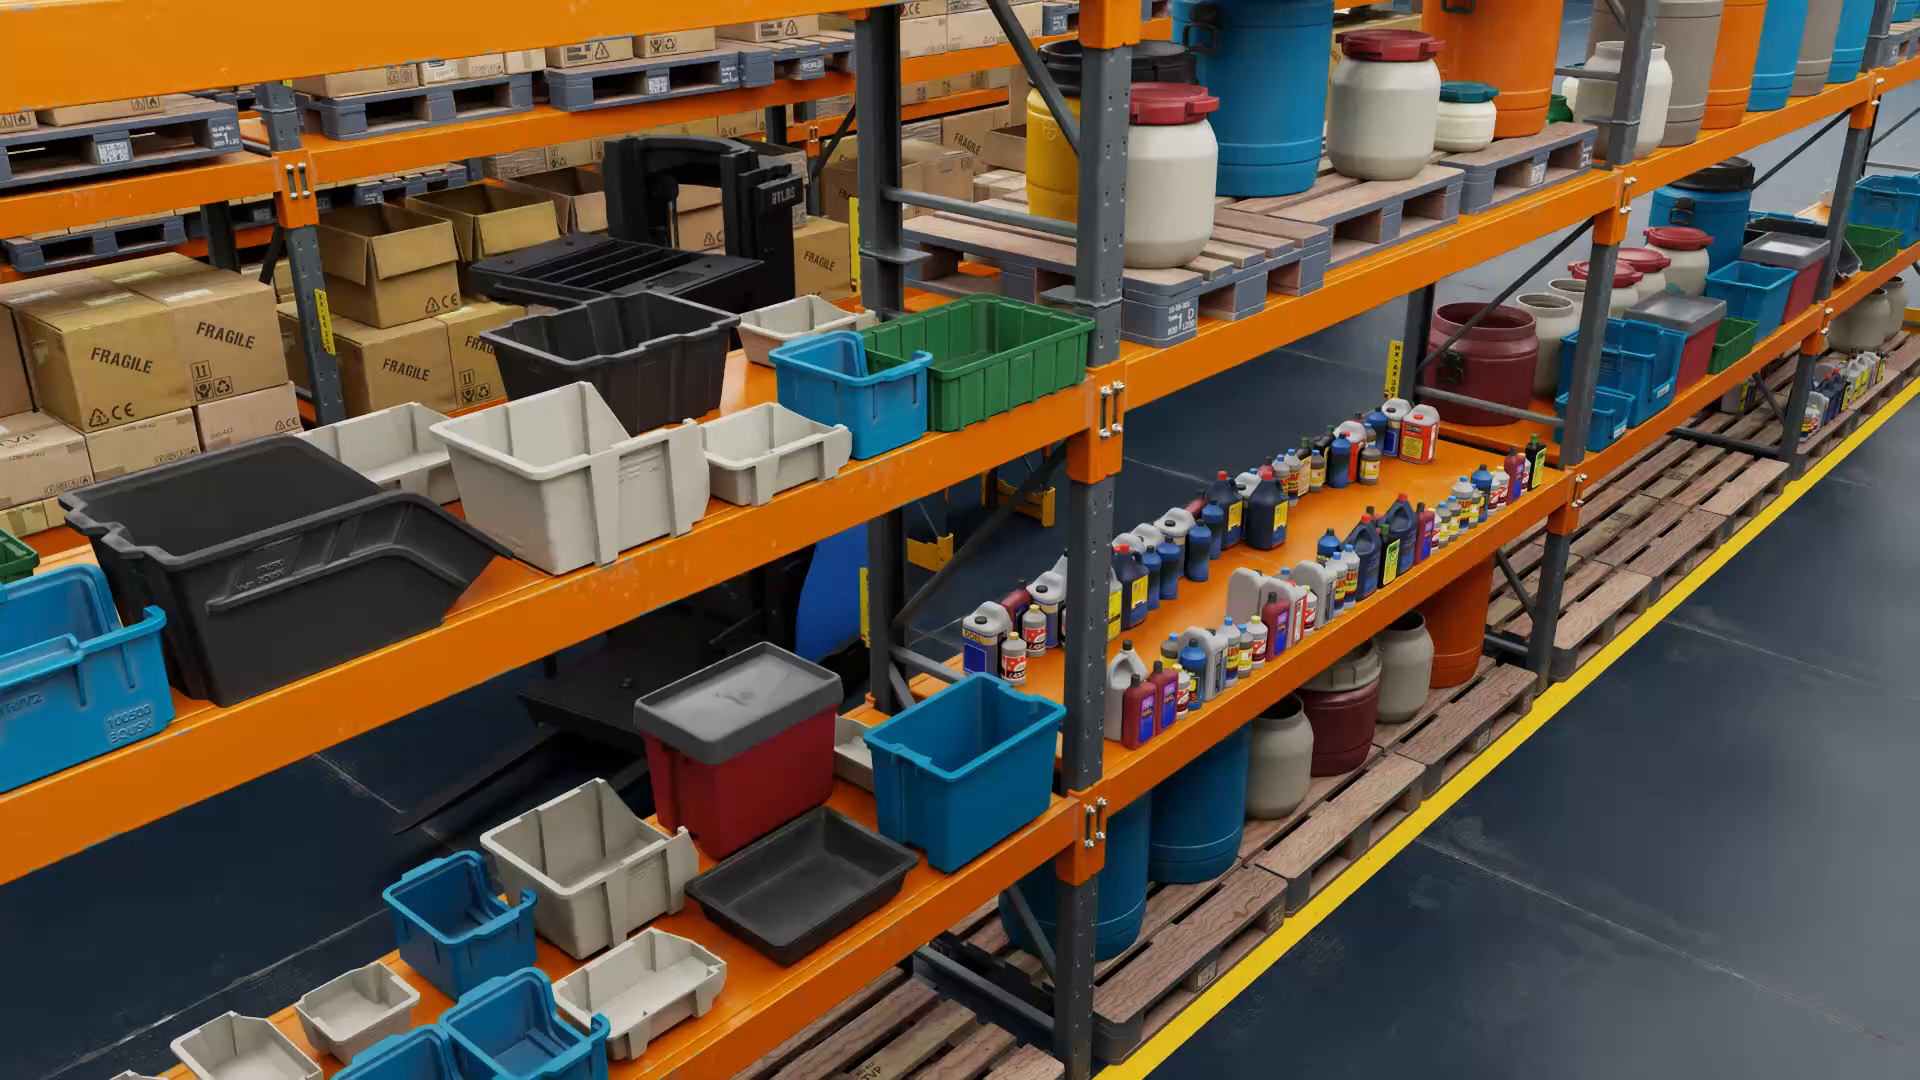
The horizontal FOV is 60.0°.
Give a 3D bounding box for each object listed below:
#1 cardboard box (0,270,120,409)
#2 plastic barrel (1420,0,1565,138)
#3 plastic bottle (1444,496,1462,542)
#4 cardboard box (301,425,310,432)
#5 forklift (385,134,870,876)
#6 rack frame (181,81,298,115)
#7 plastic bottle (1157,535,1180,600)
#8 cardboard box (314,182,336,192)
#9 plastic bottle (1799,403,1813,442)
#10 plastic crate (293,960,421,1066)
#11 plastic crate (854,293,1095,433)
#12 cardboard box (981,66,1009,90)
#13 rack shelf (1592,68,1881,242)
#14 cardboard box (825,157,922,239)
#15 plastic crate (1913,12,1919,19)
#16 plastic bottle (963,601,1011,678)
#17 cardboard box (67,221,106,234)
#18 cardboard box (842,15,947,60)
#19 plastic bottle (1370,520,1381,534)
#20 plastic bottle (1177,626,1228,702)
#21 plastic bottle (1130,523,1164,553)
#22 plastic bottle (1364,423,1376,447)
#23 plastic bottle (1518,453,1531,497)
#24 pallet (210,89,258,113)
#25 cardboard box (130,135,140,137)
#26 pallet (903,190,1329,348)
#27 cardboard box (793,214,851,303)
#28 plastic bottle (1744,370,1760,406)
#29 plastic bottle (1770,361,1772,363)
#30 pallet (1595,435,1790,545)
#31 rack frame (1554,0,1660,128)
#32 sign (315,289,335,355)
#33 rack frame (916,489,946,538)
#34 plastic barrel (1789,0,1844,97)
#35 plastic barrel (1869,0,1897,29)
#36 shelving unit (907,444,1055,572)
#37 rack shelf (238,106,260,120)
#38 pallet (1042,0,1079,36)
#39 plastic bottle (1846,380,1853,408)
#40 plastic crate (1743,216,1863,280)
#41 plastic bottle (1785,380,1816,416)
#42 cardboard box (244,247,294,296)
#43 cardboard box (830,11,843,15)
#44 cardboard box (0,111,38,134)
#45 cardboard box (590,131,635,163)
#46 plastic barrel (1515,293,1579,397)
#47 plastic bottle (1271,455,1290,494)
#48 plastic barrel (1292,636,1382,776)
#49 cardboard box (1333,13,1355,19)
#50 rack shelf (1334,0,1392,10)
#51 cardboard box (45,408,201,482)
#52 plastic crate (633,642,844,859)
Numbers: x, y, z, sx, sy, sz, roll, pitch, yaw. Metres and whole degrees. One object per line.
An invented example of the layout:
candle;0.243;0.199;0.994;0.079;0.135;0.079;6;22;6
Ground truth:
cardboard box;-4.456;-1.001;8.220;0.500;0.500;0.500;20;31;38
plastic barrel;2.365;-2.266;7.433;0.600;0.830;0.708;20;31;38
plastic bottle;2.224;-0.103;7.556;0.097;0.201;0.097;0;24;0
cardboard box;-3.200;-0.238;9.699;1.225;0.875;0.875;20;31;38
forklift;-1.492;-0.317;7.875;1.130;2.935;3.031;13;27;27
rack frame;-3.612;-3.553;7.675;1.000;3.000;0.127;20;31;38
plastic bottle;0.874;0.110;6.997;0.097;0.271;0.097;0;24;0
cardboard box;-5.241;-2.910;13.367;0.380;0.149;0.250;19;30;35
plastic bottle;5.955;-0.834;11.740;0.097;0.271;0.097;0;24;0
plastic crate;-1.628;1.279;4.479;0.298;0.136;0.250;20;31;38
plastic crate;0.019;-0.524;4.844;0.450;0.188;0.662;20;31;38
cardboard box;0.206;-5.626;19.449;0.875;0.550;0.550;20;31;38
rack shelf;4.081;-2.332;9.497;1.077;0.370;4.000;20;31;38
cardboard box;-0.612;-2.447;11.906;0.500;0.500;0.500;16;29;31
plastic crate;6.672;-3.579;11.659;0.336;0.188;0.450;20;31;38
plastic bottle;0.099;0.385;6.377;0.152;0.276;0.135;20;31;38
cardboard box;-6.452;-2.358;12.137;0.380;0.149;0.250;21;31;38
cardboard box;-0.439;-3.408;11.202;0.500;0.250;0.500;21;31;38
plastic bottle;1.773;0.040;7.138;0.061;0.283;0.133;20;31;38
plastic bottle;0.913;0.445;6.243;0.152;0.276;0.135;20;31;38
plastic bottle;0.769;0.079;7.059;0.152;0.276;0.135;20;31;38
plastic bottle;2.054;-0.490;8.420;0.097;0.201;0.097;0;24;0
plastic bottle;2.703;-0.321;8.043;0.097;0.201;0.097;0;24;0
pallet;-7.926;-4.899;18.244;1.213;0.211;1.003;20;31;38
cardboard box;-6.421;-3.039;12.928;0.380;0.149;0.250;19;30;36
pallet;0.527;-1.011;5.904;1.213;0.211;1.003;20;31;38
cardboard box;-1.087;-1.862;11.114;0.500;0.500;0.500;21;32;39
plastic bottle;5.886;-1.159;12.460;0.152;0.276;0.135;20;31;38
plastic bottle;6.479;-1.549;13.322;0.061;0.283;0.133;21;31;38
pallet;4.921;-0.378;11.336;1.003;0.211;1.213;20;31;38
rack frame;2.746;-3.419;7.377;1.000;3.000;0.127;20;31;38
sign;-3.198;-1.096;8.373;0.100;0.325;0.005;20;31;38
rack frame;-0.282;-0.555;10.156;0.500;1.500;0.032;20;31;38
plastic barrel;4.802;-3.085;9.684;0.600;0.901;0.600;0;24;0
plastic barrel;5.849;-3.590;10.773;0.421;0.512;0.421;0;24;0
shelving unit;0.051;-0.708;10.495;0.587;1.500;1.083;20;31;38
rack shelf;-6.987;-5.021;19.162;1.077;0.370;4.000;20;31;38
pallet;0.546;-4.060;12.702;1.213;0.211;1.003;20;31;38
plastic bottle;6.596;-1.095;12.407;0.097;0.201;0.097;0;24;0
plastic crate;5.860;-1.997;11.614;0.767;0.338;0.504;20;31;38
plastic bottle;6.156;-1.065;12.158;0.144;0.351;0.185;20;31;38
cardboard box;-5.510;-2.225;13.672;0.500;0.250;0.500;21;32;39
cardboard box;-0.810;-3.891;11.361;0.500;0.500;0.500;21;32;39
cardboard box;-4.452;-2.050;7.231;0.700;0.500;0.500;22;32;40
cardboard box;-3.394;-3.837;15.520;0.500;0.500;0.500;20;31;37
plastic barrel;3.274;-1.105;9.411;0.421;0.512;0.421;0;24;0
plastic bottle;1.502;-0.270;7.844;0.097;0.271;0.097;0;24;0
plastic barrel;1.679;0.725;7.902;0.600;0.588;0.708;20;31;38
cardboard box;3.488;-4.866;16.228;0.500;0.500;0.500;20;31;38
rack shelf;3.062;-4.903;15.232;1.077;0.370;4.000;20;31;38
cardboard box;-4.055;-0.518;8.060;0.500;0.250;0.500;21;32;39
plastic crate;-0.706;0.684;5.407;0.402;0.464;0.583;20;31;38
